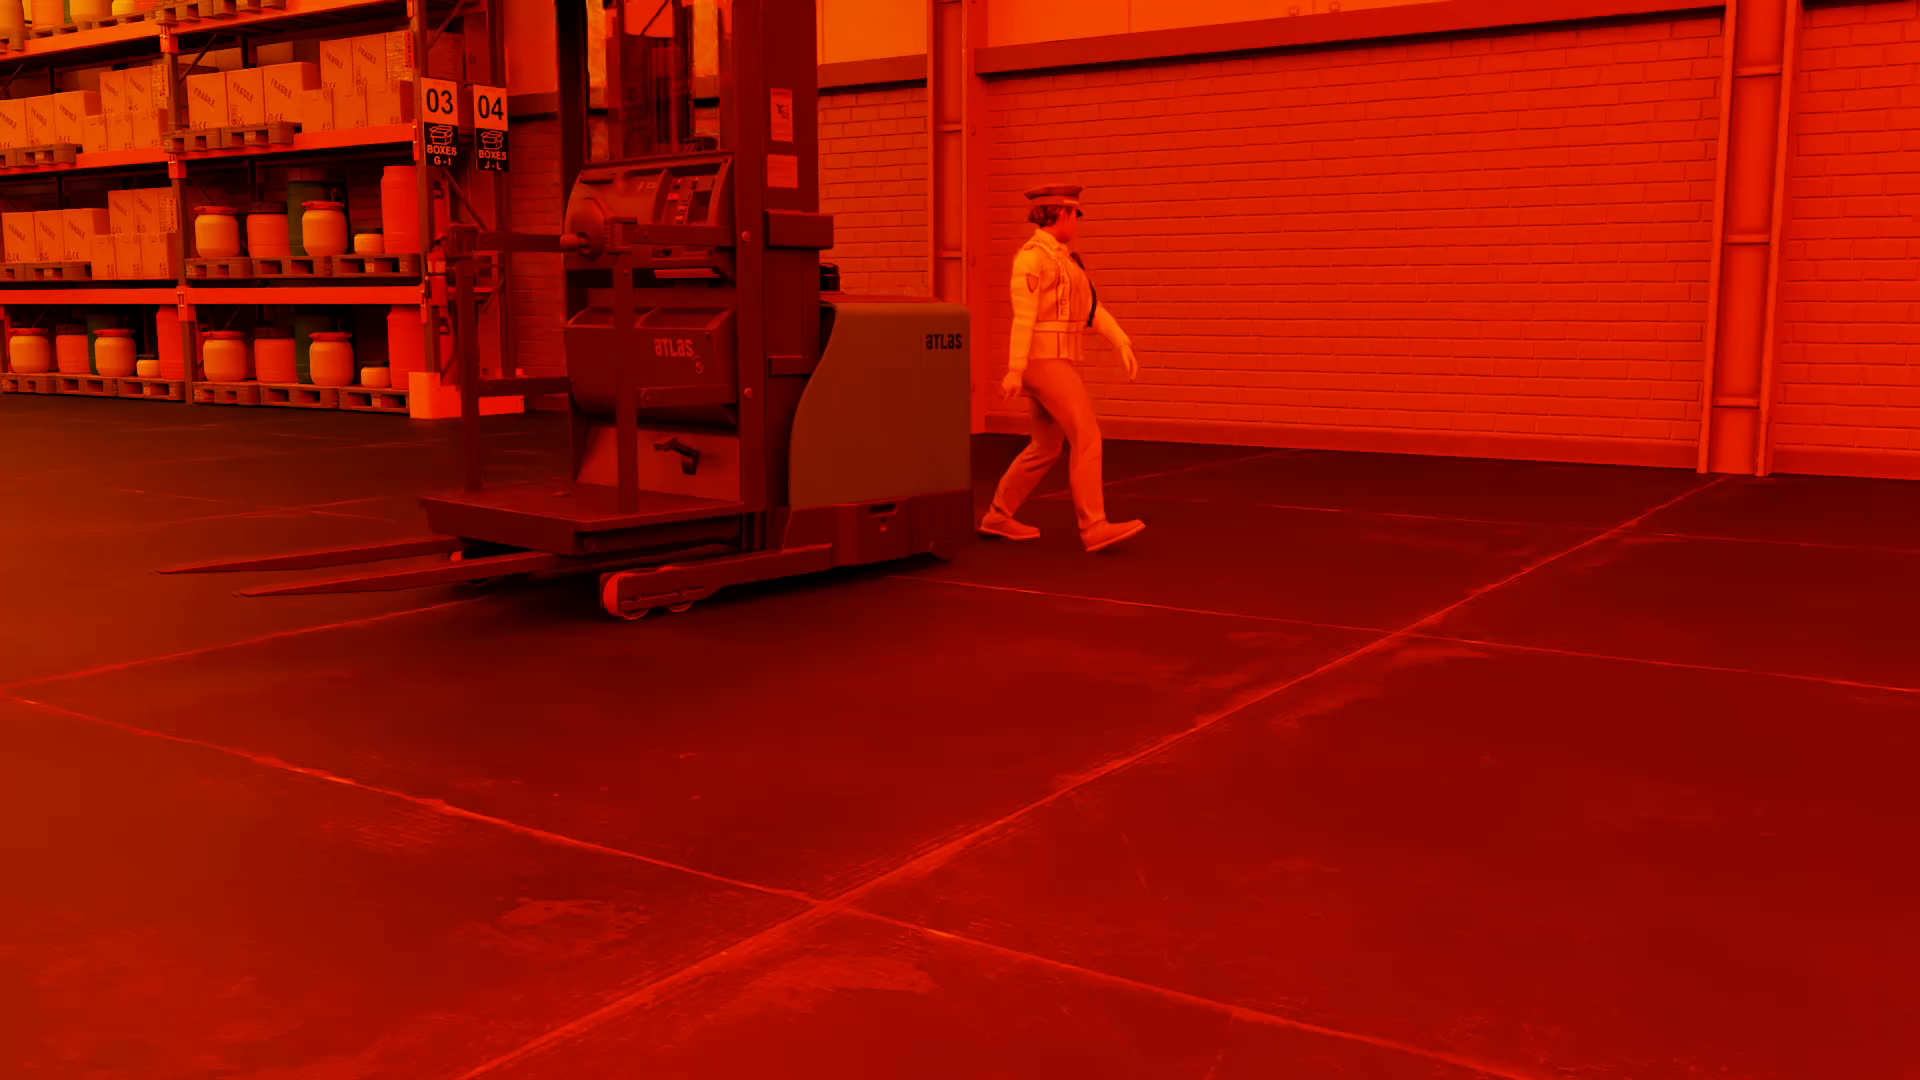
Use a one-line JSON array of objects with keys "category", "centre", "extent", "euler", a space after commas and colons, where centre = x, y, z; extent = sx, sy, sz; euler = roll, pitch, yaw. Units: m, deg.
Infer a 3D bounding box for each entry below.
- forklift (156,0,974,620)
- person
[{"category": "forklift", "centre": [-1.311, -1.258, 6.038], "extent": [1.130, 2.935, 3.031], "euler": [7, 11, 42]}, {"category": "person", "centre": [0.438, -0.756, 7.296], "extent": [0.839, 1.605, 0.608], "euler": [3, 9, 19]}]
